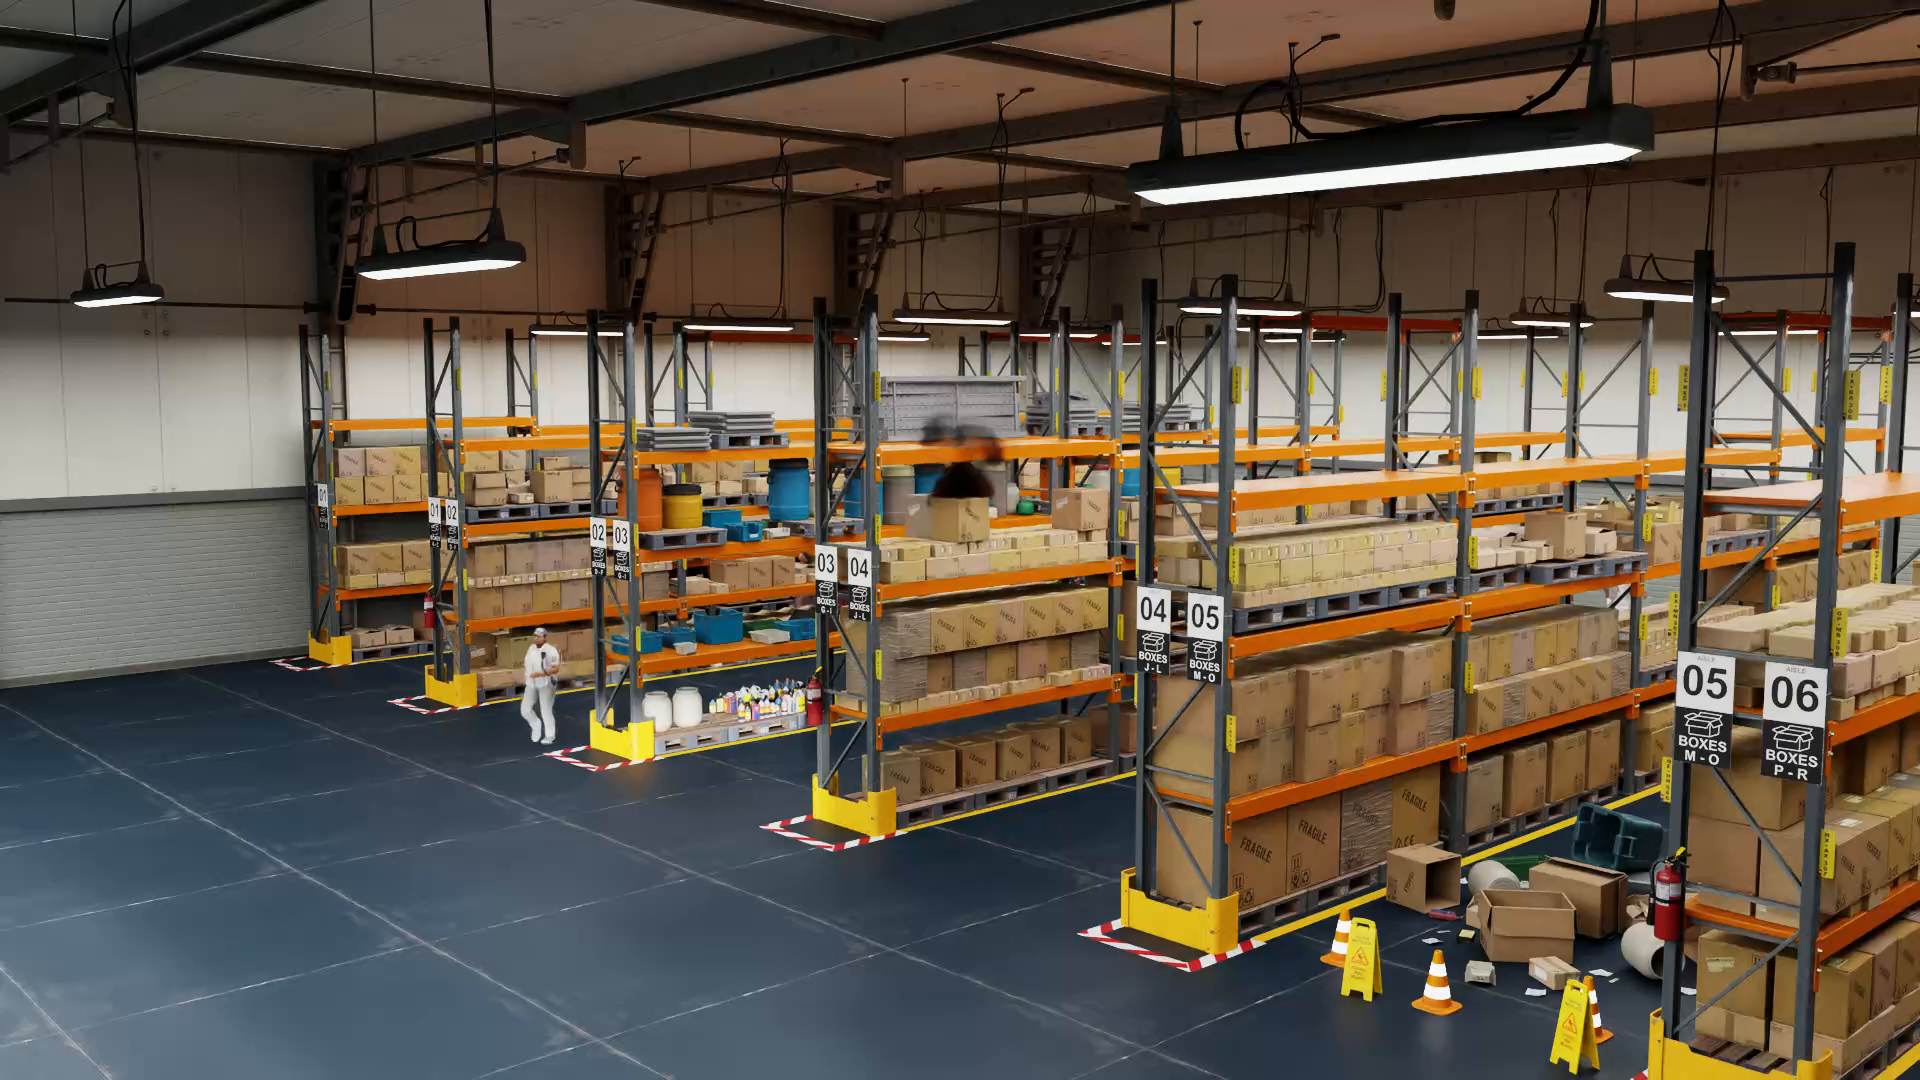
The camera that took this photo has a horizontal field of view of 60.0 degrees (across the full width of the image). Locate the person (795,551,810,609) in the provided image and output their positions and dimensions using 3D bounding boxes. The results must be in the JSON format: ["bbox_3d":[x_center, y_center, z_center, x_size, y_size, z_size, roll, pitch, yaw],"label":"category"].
[{"bbox_3d":[-3.115,1.040,32.671,0.568,1.628,0.543,5,7,39],"label":"person"}]

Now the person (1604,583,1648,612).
[{"bbox_3d":[11.937,1.267,29.739,0.690,1.794,0.936,0,6,0],"label":"person"}]

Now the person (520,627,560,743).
[{"bbox_3d":[-5.825,2.023,23.012,0.585,1.630,0.596,1,6,13],"label":"person"}]
